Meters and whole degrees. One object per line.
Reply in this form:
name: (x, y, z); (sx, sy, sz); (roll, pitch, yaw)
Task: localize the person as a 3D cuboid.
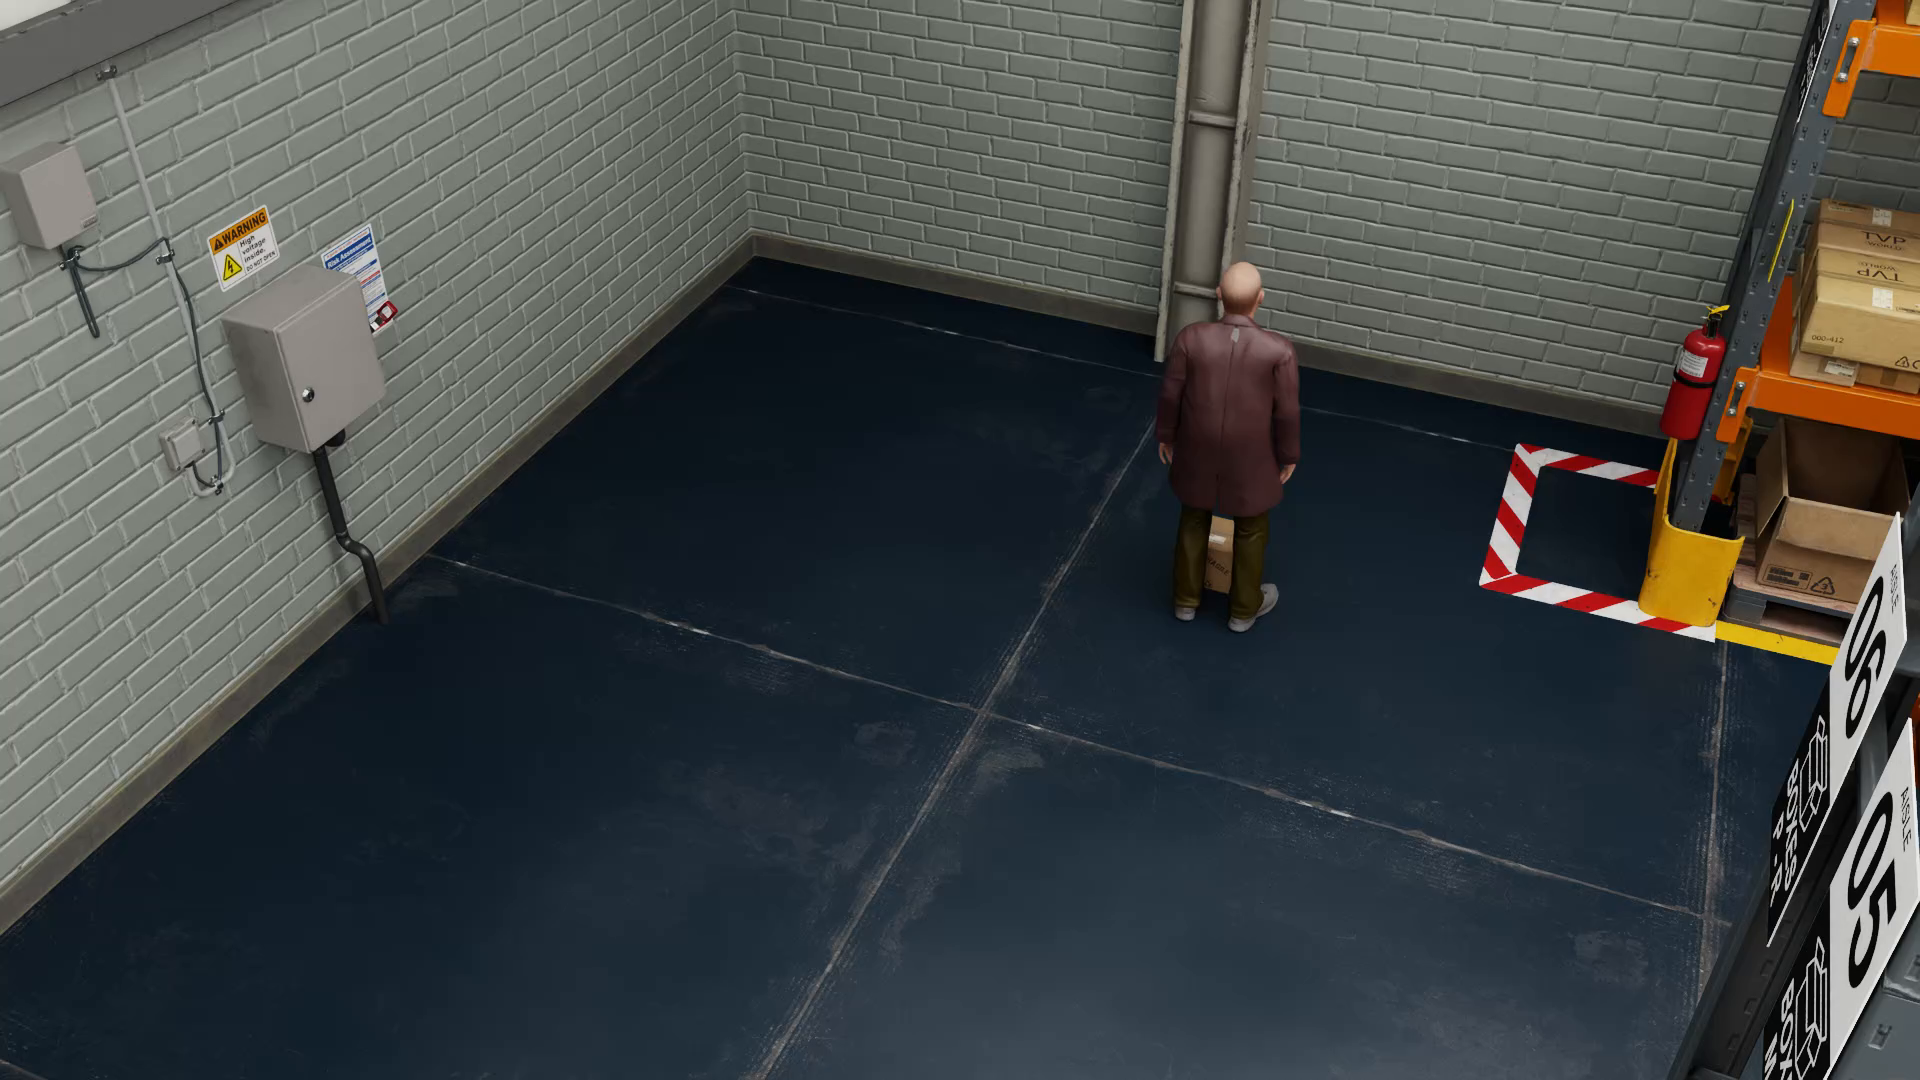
person: (1.177, -0.397, 7.359); (0.656, 1.774, 0.418); (12, 39, 16)
